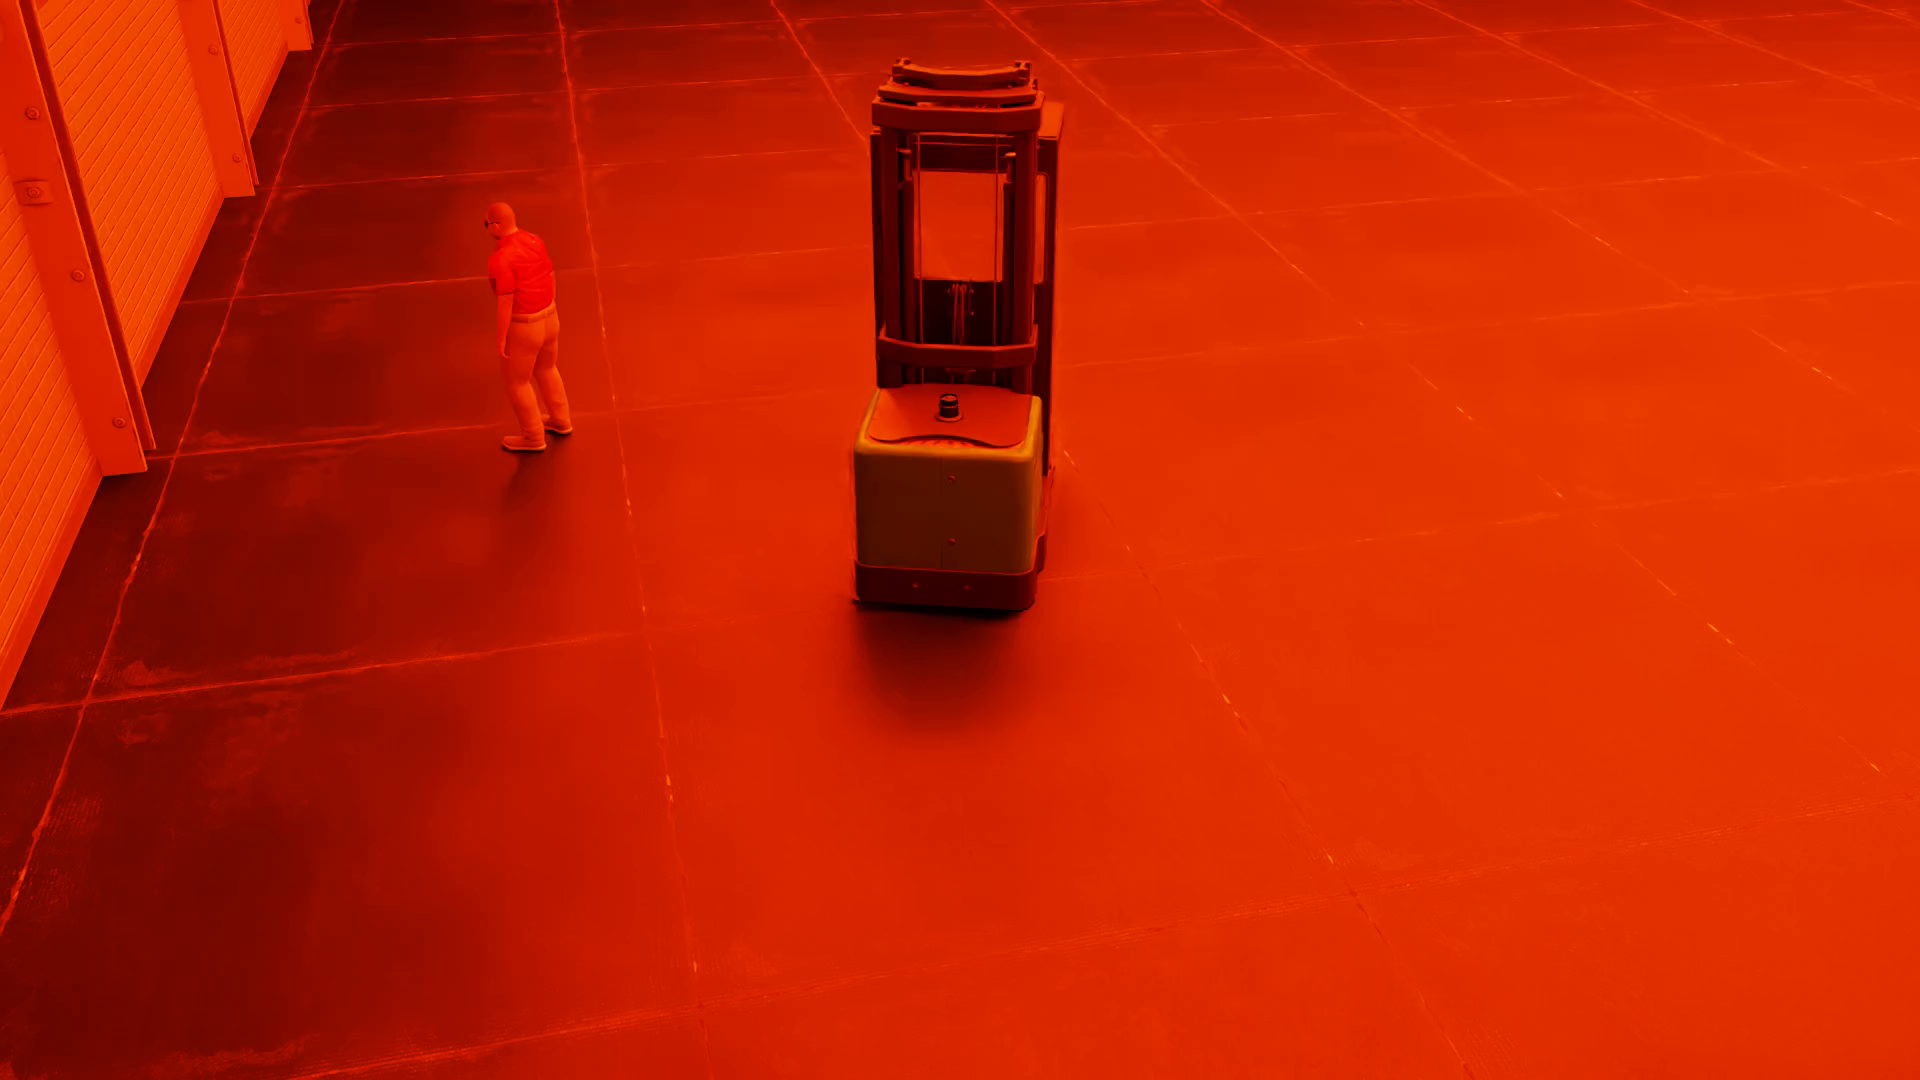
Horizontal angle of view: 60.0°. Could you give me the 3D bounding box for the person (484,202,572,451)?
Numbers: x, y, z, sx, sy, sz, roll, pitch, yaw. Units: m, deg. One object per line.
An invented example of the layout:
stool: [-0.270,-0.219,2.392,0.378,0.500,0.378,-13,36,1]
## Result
person: [-2.952,-1.449,11.281,0.396,1.726,0.585,13,33,22]

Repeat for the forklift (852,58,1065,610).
forklift: [0.051,-1.576,10.297,1.130,2.935,3.031,3,30,5]
